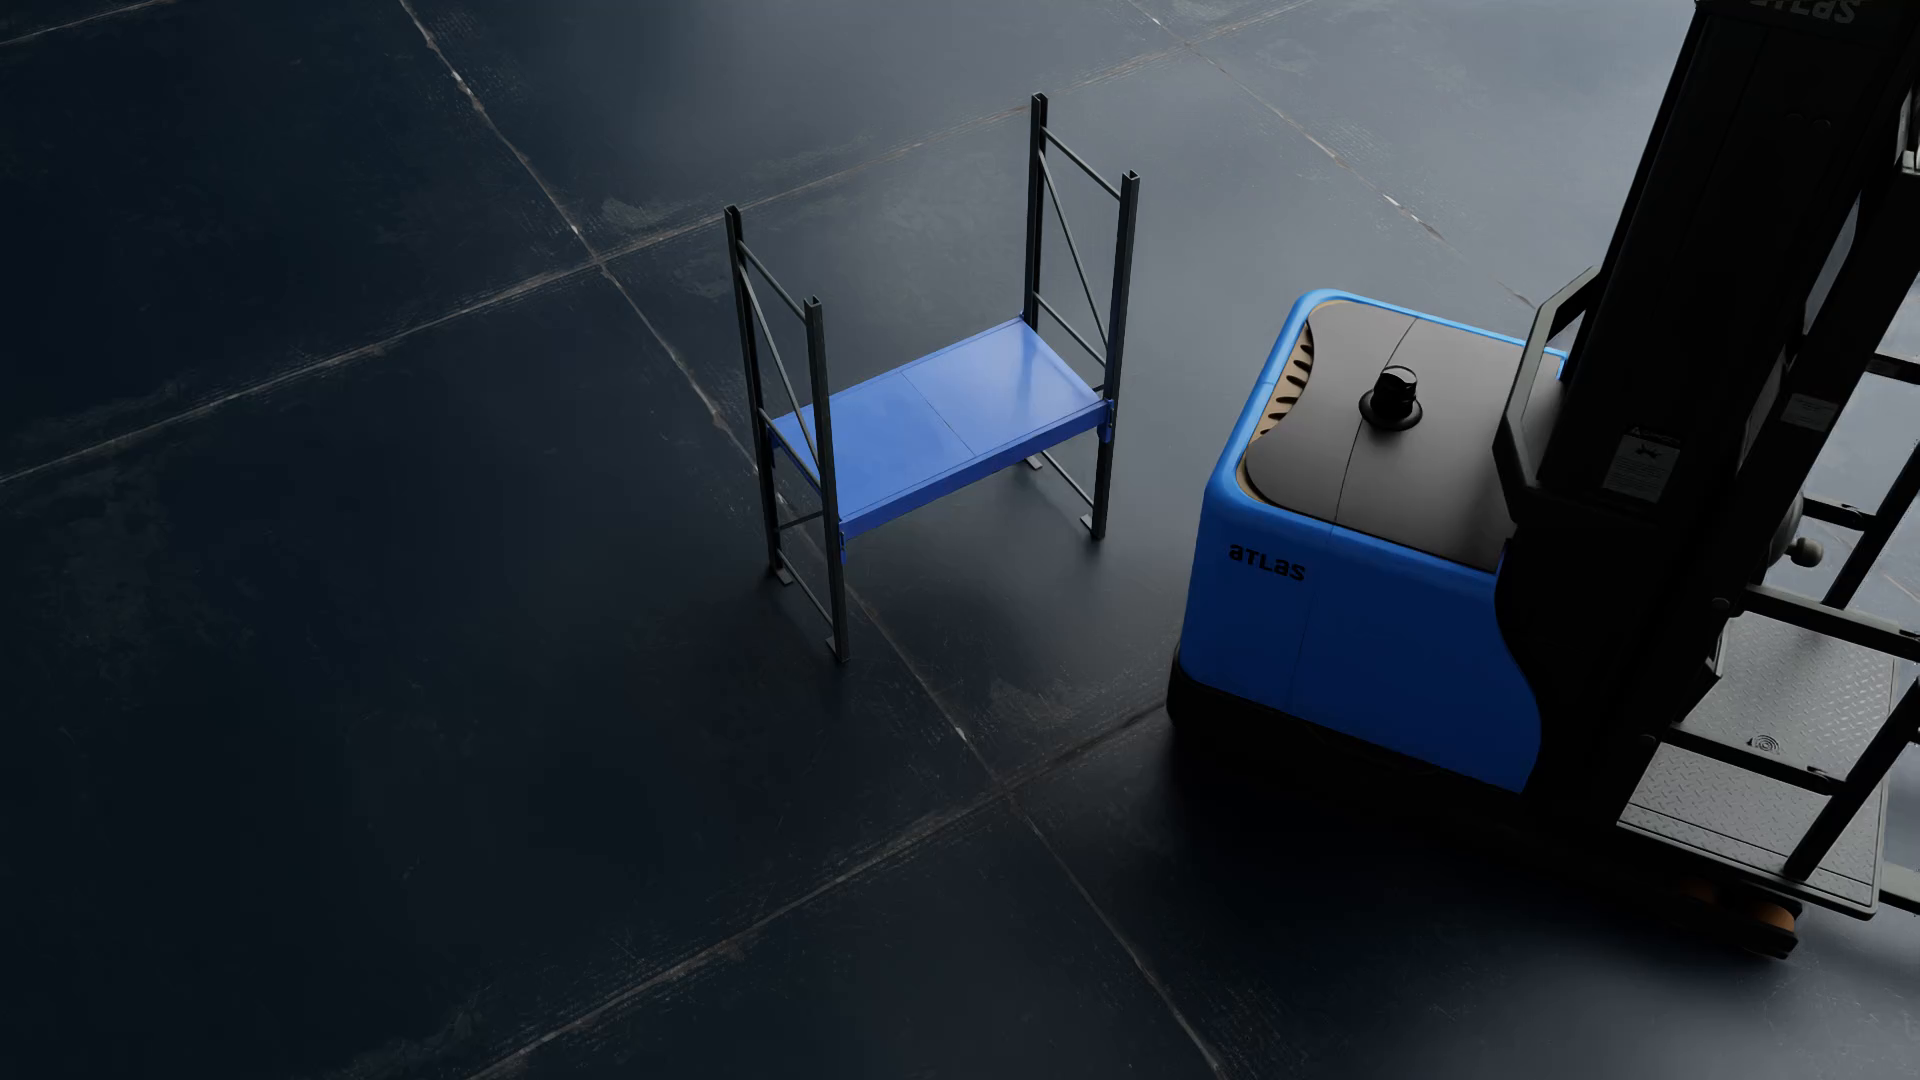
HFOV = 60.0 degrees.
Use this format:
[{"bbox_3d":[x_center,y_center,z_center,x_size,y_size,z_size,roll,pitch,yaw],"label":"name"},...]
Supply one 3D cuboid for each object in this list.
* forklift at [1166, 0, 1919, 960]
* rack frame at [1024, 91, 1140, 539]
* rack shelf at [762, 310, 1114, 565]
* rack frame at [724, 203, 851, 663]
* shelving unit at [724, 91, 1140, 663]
[{"bbox_3d":[2.206,-0.258,4.017,3.031,2.935,1.130,19,51,16],"label":"forklift"},{"bbox_3d":[0.358,-0.667,5.340,0.032,1.500,0.500,-25,53,-21],"label":"rack frame"},{"bbox_3d":[-0.072,-0.345,5.294,1.000,0.185,0.538,-25,53,-21],"label":"rack shelf"},{"bbox_3d":[-0.502,-0.262,4.979,0.032,1.500,0.500,-25,53,-21],"label":"rack frame"},{"bbox_3d":[-0.072,-0.465,5.160,1.048,1.500,0.538,-25,53,-21],"label":"shelving unit"}]
